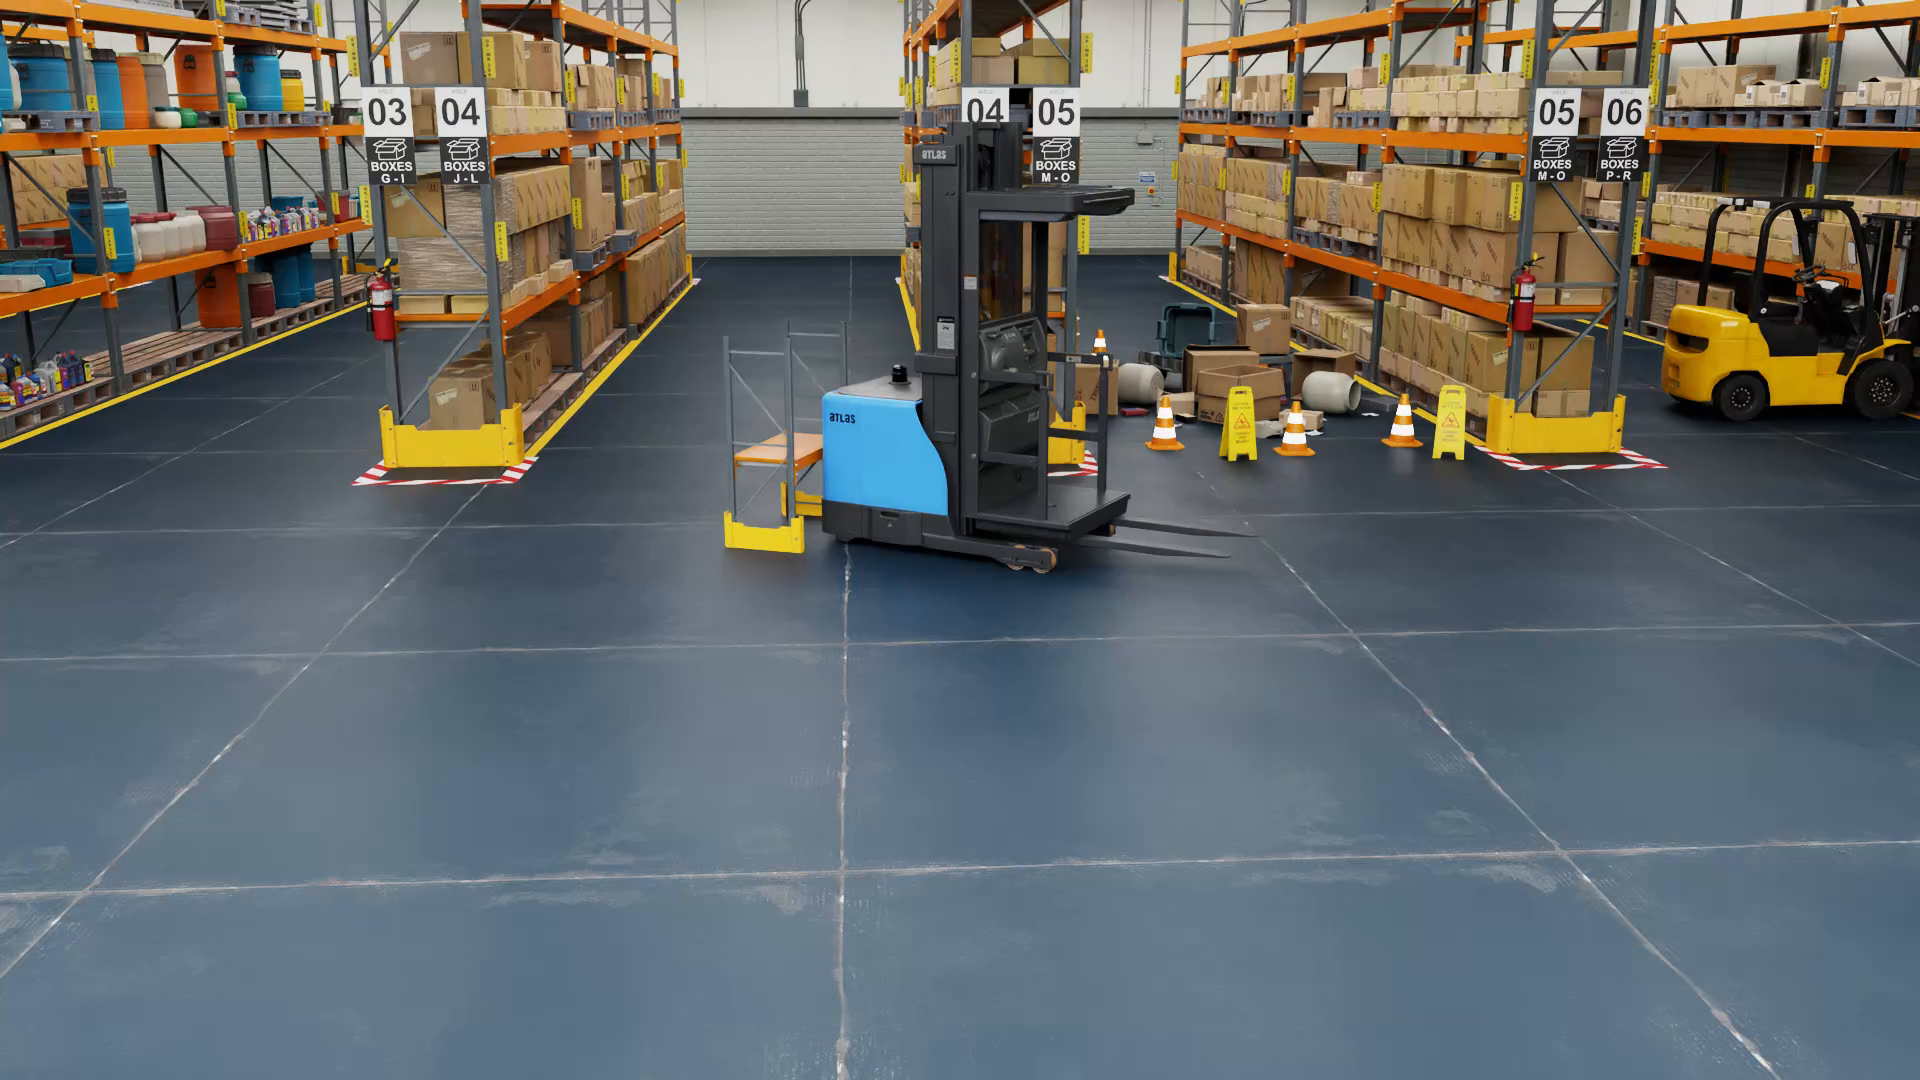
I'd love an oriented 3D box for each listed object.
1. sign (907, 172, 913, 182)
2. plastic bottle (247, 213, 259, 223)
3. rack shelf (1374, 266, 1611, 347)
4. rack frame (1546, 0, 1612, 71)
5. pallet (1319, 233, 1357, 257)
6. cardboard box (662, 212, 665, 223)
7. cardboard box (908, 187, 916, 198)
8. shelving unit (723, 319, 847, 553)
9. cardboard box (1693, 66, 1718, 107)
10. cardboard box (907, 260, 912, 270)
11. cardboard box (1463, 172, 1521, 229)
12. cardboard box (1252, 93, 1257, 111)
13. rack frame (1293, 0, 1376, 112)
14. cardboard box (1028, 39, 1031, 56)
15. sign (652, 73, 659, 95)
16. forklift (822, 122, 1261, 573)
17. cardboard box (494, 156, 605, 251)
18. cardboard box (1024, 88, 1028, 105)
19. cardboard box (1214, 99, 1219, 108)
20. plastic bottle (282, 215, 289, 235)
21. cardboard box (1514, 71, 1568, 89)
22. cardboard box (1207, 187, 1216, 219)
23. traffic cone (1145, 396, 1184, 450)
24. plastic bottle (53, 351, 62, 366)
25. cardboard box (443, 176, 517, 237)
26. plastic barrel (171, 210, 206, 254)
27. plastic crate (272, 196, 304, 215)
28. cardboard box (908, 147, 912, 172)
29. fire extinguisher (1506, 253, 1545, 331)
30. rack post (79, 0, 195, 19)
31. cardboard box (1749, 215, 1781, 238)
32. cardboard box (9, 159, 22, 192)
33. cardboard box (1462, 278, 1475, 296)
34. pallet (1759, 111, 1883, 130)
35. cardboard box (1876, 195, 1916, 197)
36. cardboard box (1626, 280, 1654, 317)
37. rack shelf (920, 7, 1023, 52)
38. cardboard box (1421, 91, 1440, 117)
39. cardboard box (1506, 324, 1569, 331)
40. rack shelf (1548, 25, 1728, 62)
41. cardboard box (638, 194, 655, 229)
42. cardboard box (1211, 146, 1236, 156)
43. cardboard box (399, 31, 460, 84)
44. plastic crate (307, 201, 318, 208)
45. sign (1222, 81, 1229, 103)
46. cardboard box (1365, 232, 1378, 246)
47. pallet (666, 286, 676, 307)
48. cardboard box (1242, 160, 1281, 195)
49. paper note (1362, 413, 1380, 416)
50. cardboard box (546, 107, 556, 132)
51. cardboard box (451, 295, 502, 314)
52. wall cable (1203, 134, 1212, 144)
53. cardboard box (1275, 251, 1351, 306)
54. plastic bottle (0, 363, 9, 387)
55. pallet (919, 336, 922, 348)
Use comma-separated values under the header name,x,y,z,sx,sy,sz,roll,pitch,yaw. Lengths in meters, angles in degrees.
name,x,y,z,sx,sy,sz,roll,pitch,yaw
sign,-0.775,-5.559,25.873,0.100,0.325,0.005,-1,14,-3
plastic bottle,-10.277,-4.613,24.183,0.152,0.276,0.135,-1,14,-3
rack shelf,5.319,-2.416,16.839,1.077,0.370,4.000,-1,14,-3
rack frame,9.654,-8.234,25.969,1.000,3.000,0.127,-1,14,-3
pallet,5.111,-3.672,20.662,1.003,0.211,1.213,-1,14,-3
cardboard box,-4.894,-5.120,26.412,0.380,0.149,0.250,-1,14,-5
cardboard box,-0.552,-4.961,23.755,0.380,0.149,0.250,0,14,-1
shelving unit,-1.233,-0.783,12.059,0.587,1.500,1.083,5,15,17
cardboard box,9.834,-5.779,21.203,0.700,0.500,0.500,-1,14,-5
cardboard box,-0.734,-4.783,28.877,0.380,0.149,0.250,0,14,-2
cardboard box,5.170,-3.193,15.613,0.700,0.500,0.500,-1,14,-3
cardboard box,4.464,-6.382,24.219,0.396,0.266,0.258,0,14,1
rack frame,4.948,-7.162,21.802,1.000,3.000,0.127,-1,14,-3
cardboard box,0.792,-4.284,14.499,0.380,0.149,0.250,-1,14,-3
sign,-4.650,-6.964,25.385,0.100,0.325,0.005,-1,14,-3
forklift,0.550,-1.346,11.376,3.031,2.935,1.130,8,16,27
cardboard box,-4.605,-3.802,18.737,1.000,1.000,1.000,-1,14,-3
cardboard box,0.776,-3.964,14.853,0.380,0.149,0.250,-1,14,-3
cardboard box,4.325,-7.054,26.862,0.380,0.149,0.250,-1,14,-2
plastic bottle,-9.651,-4.508,23.761,0.061,0.283,0.133,-1,14,-3
cardboard box,5.128,-4.063,14.684,0.380,0.149,0.250,-1,14,-3
cardboard box,4.379,-5.539,27.333,0.500,0.500,0.500,-1,14,-5
traffic cone,1.893,-1.091,15.336,0.336,0.463,0.334,-1,14,-3
plastic bottle,-9.455,-1.804,17.452,0.144,0.351,0.185,-1,14,-3
cardboard box,-4.210,-2.931,14.596,0.500,0.500,0.500,-1,14,-3
plastic barrel,-9.610,-3.828,20.662,0.421,0.512,0.421,0,14,0
plastic crate,-10.504,-5.154,25.949,0.392,0.384,0.575,-1,14,-3
cardboard box,-0.571,-6.067,26.784,0.500,0.500,0.500,-1,14,-5
fire extinguisher,4.991,-2.194,14.688,0.296,0.674,0.183,-1,14,-3
rack post,-9.847,-6.523,18.917,1.013,1.000,3.121,-1,14,-3
cardboard box,9.825,-3.755,19.897,0.500,0.250,0.500,-1,14,-5
cardboard box,-14.827,-5.600,25.565,0.500,0.500,0.500,-1,14,-2
cardboard box,5.040,-2.424,15.931,0.380,0.149,0.250,-1,14,-2
pallet,10.082,-4.918,19.486,0.805,0.209,1.217,-1,15,-6
cardboard box,10.471,-3.771,18.563,0.380,0.149,0.250,-1,14,-3
cardboard box,9.661,-3.428,23.505,0.500,0.500,0.500,0,14,-2
rack shelf,0.137,-6.021,19.613,1.077,0.370,4.000,-1,14,-3
cardboard box,5.009,-4.419,16.866,0.500,0.250,0.500,-1,14,-3
cardboard box,5.631,-1.842,16.338,0.500,0.500,0.500,-1,14,-6
rack shelf,9.778,-7.195,24.176,1.077,0.370,4.000,-1,14,-3
cardboard box,-4.866,-4.911,24.894,0.500,0.500,0.500,0,14,-2
cardboard box,4.364,-6.423,27.463,0.380,0.149,0.250,-1,14,-4
cardboard box,-4.796,-4.383,15.219,0.500,0.500,0.500,-1,14,-3
plastic crate,-10.595,-5.496,27.582,0.416,0.233,0.300,-1,14,-3
sign,4.146,-6.984,25.933,0.100,0.325,0.005,-1,14,-3
cardboard box,4.888,-3.467,19.142,0.380,0.149,0.250,-1,14,-3
pallet,-5.160,-3.938,26.908,1.003,0.211,1.213,-1,14,-3
cardboard box,4.528,-5.419,24.861,0.500,0.500,0.500,-1,14,-5
paper note,4.192,-1.286,16.965,0.142,0.019,0.148,-6,16,-23
cardboard box,-4.385,-4.249,16.803,0.500,0.250,0.500,-1,14,-2
cardboard box,-4.227,-2.067,14.543,0.380,0.149,0.250,-1,14,-3
wall cable,5.494,-8.165,35.701,0.588,1.984,0.122,-1,14,-3
cardboard box,4.988,-3.604,23.434,0.875,0.875,0.875,-1,14,-4
plastic bottle,-9.874,-1.682,17.138,0.097,0.271,0.097,0,14,0
pallet,-0.013,-2.607,21.735,1.003,0.211,1.213,-1,14,-3
